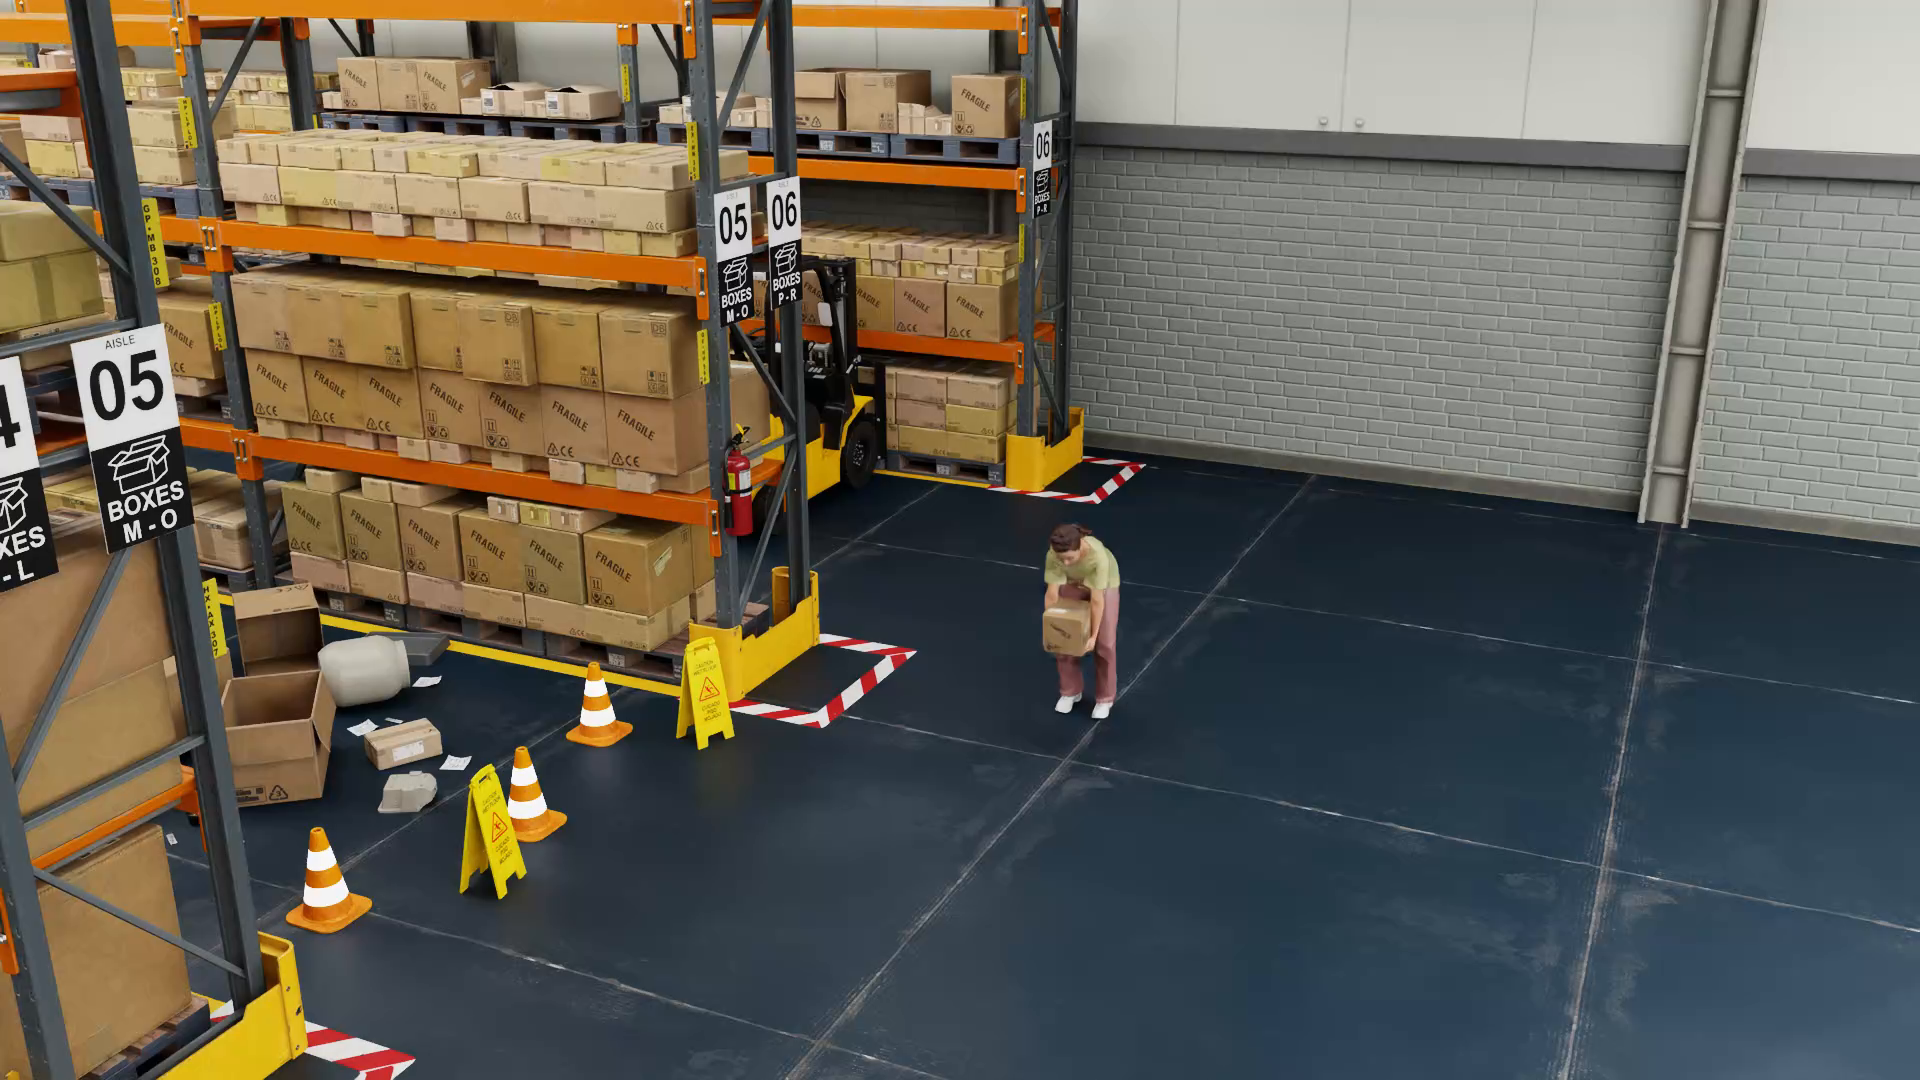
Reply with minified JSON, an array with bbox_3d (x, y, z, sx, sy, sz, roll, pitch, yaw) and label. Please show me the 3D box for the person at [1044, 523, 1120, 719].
[{"bbox_3d":[0.720,0.476,10.153,0.407,1.379,0.777,8,21,22],"label":"person"}]
